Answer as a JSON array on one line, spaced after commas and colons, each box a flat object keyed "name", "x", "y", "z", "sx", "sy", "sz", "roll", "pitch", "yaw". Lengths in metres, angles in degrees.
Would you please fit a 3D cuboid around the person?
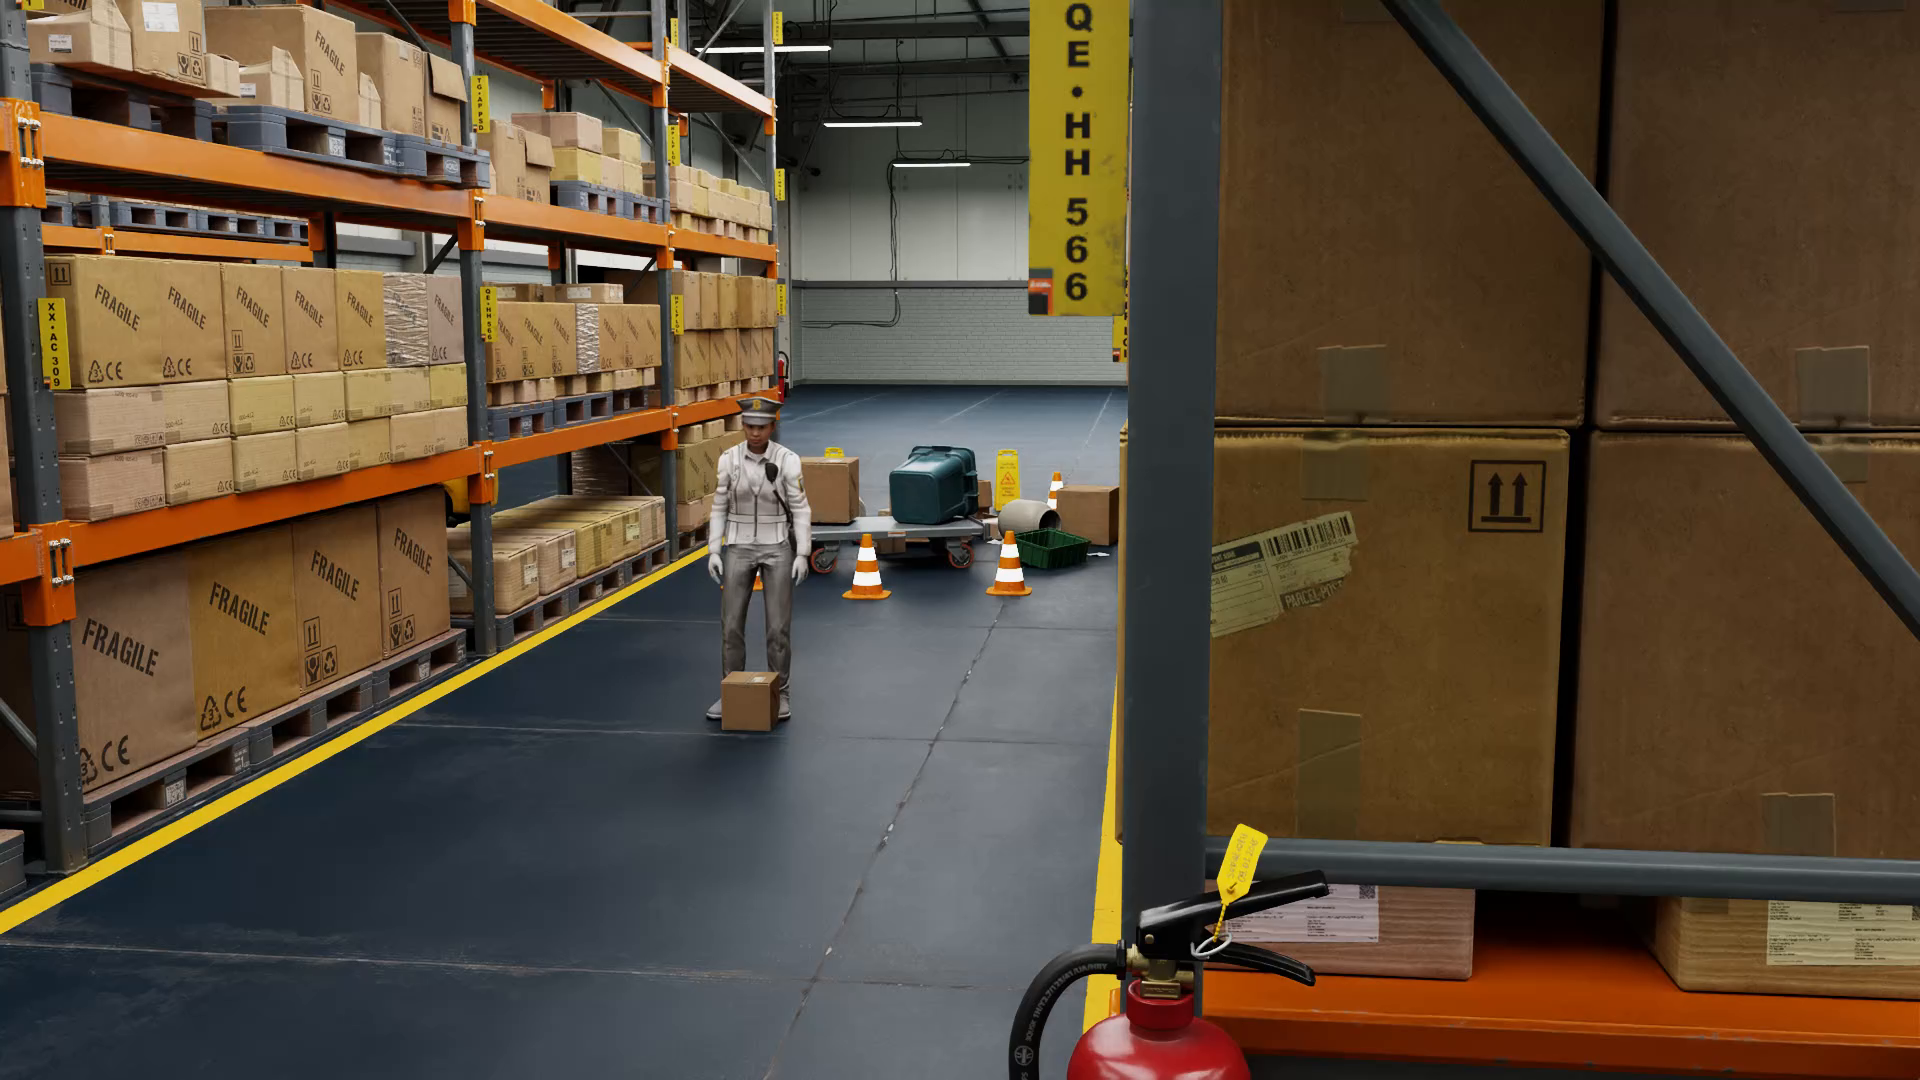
[{"name": "person", "x": -1.040, "y": 0.088, "z": 8.621, "sx": 0.546, "sy": 1.667, "sz": 0.369, "roll": 0, "pitch": 8, "yaw": 4}]
